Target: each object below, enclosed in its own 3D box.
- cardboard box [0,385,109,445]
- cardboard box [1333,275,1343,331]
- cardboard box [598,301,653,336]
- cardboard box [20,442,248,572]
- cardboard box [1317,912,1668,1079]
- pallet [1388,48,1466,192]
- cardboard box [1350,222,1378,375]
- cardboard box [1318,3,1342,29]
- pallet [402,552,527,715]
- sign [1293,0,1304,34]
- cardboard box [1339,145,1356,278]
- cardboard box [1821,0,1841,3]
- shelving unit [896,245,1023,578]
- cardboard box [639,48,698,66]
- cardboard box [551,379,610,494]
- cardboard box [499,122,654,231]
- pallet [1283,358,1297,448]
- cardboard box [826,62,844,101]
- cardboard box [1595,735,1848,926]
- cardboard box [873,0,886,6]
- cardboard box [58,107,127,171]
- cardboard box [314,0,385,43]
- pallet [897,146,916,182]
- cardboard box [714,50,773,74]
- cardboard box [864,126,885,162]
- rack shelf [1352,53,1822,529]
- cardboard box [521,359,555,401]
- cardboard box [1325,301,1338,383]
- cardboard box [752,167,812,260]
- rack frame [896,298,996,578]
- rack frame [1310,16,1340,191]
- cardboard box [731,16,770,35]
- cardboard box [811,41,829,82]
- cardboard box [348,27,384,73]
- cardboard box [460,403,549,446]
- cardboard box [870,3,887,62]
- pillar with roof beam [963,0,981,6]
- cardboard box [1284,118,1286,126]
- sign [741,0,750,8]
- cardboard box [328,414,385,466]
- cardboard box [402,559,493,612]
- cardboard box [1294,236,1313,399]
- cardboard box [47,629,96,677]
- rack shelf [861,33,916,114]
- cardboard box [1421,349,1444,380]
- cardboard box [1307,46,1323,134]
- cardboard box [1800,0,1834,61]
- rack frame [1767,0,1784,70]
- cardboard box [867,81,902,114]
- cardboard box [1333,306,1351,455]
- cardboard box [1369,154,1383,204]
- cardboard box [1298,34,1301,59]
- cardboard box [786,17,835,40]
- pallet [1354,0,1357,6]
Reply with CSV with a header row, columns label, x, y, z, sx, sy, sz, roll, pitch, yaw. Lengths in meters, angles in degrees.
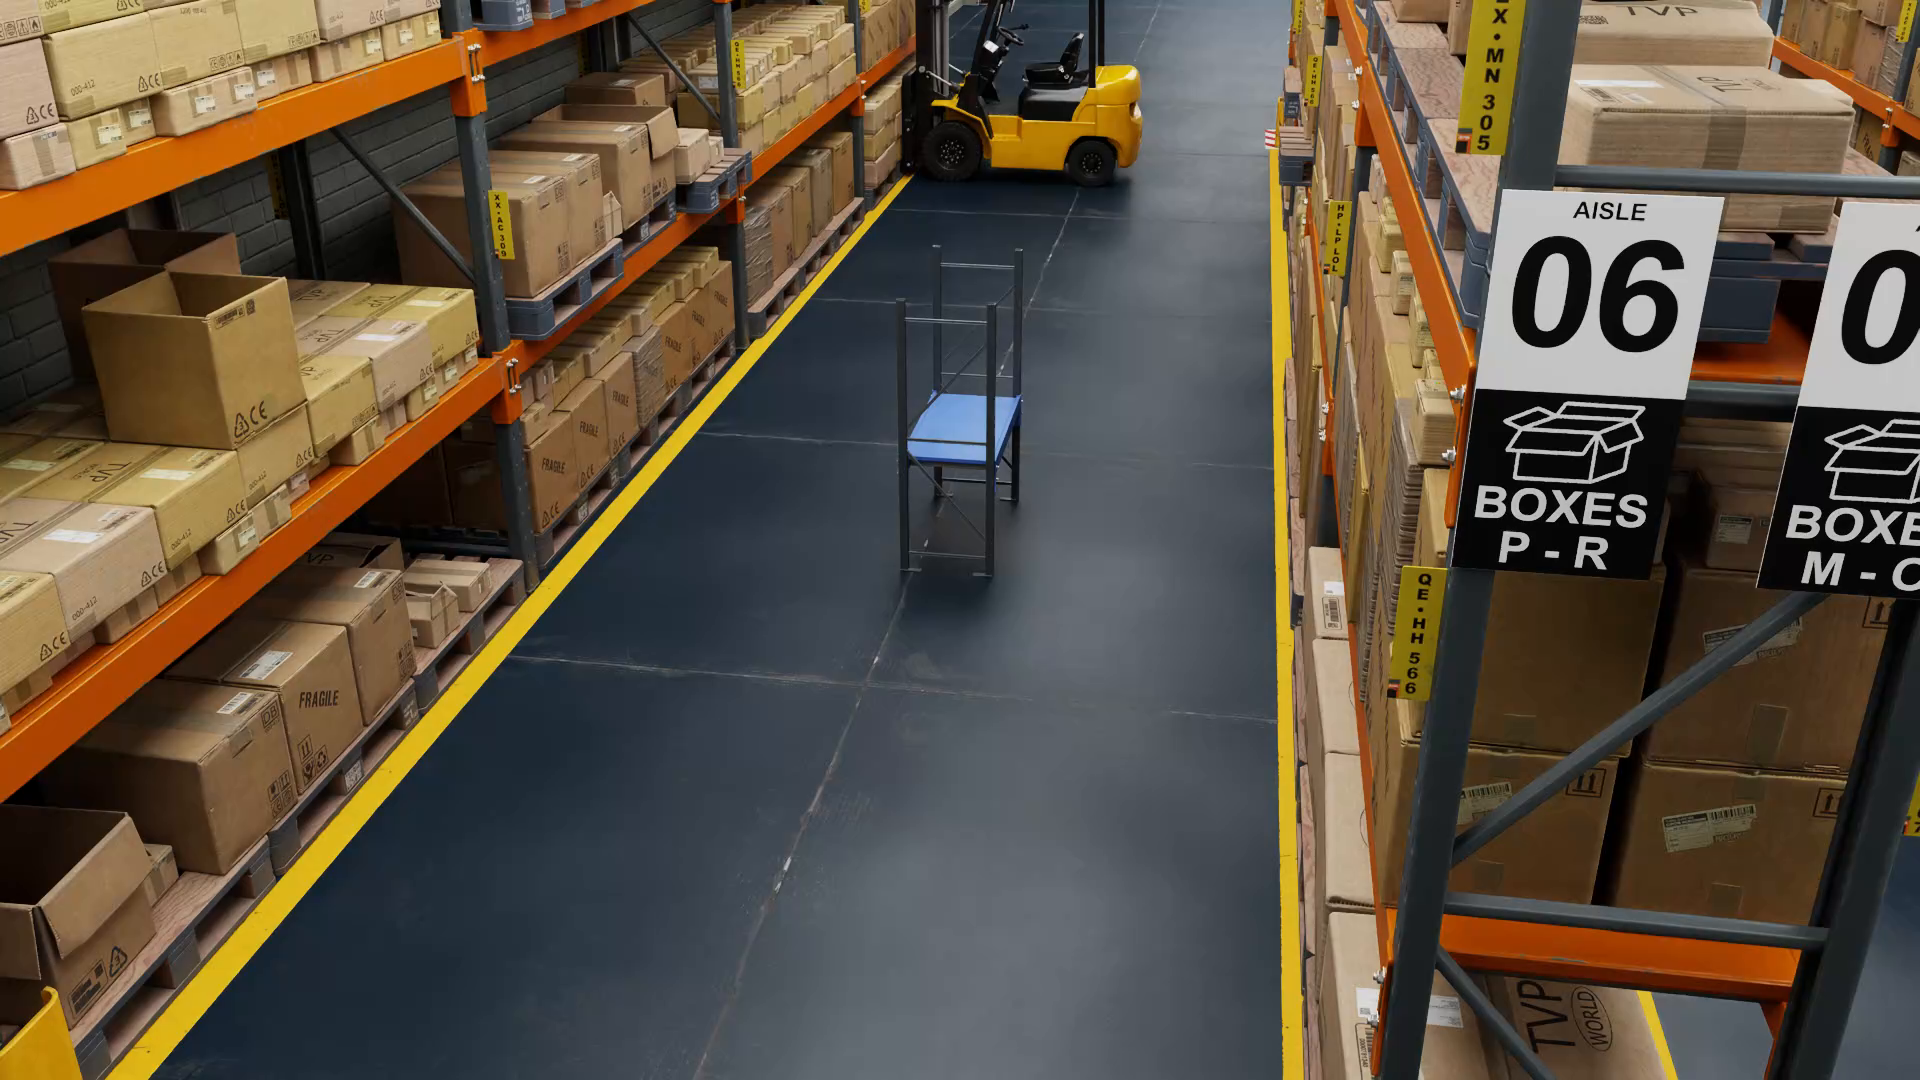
label,x,y,z,sx,sy,sz,roll,pitch,yaw
cardboard box,-3.296,-0.379,6.348,0.500,0.250,0.500,4,25,8
cardboard box,2.017,-1.151,7.758,0.500,0.250,0.500,4,25,8
cardboard box,-2.134,-1.382,10.352,0.380,0.149,0.250,3,25,6
cardboard box,-2.865,-0.122,5.798,0.500,0.250,0.500,4,25,8
cardboard box,1.540,1.569,4.887,0.875,0.438,0.875,3,25,7
pallet,1.839,-1.260,4.969,1.003,0.211,1.213,4,25,9
cardboard box,1.780,-0.896,6.329,0.500,0.500,0.500,4,25,8
cardboard box,2.828,-3.832,12.169,0.380,0.149,0.250,3,25,6
pallet,-2.826,0.416,8.112,1.003,0.211,1.213,4,25,9
sign,2.956,-4.564,14.440,0.100,0.325,0.005,4,25,9
cardboard box,2.010,-1.494,7.606,0.500,0.500,0.500,5,26,10
cardboard box,8.723,-5.453,15.910,0.875,0.550,0.550,4,25,9
shelving unit,0.014,-0.715,9.008,0.538,1.500,1.048,4,25,9
cardboard box,-2.199,-3.625,12.572,0.380,0.149,0.250,4,25,7
cardboard box,-2.334,-0.602,9.451,0.500,0.500,0.500,4,25,8
cardboard box,-2.200,-2.101,9.587,0.700,0.500,0.500,4,25,8
pallet,2.635,-0.877,10.874,1.003,0.211,1.213,4,25,9
cardboard box,-1.306,-3.972,14.375,0.500,0.250,0.500,4,25,8
cardboard box,1.893,0.655,4.194,0.500,0.500,0.500,4,25,8
cardboard box,-0.924,-5.251,16.047,0.380,0.149,0.250,5,25,10
cardboard box,-2.831,-1.247,5.135,0.380,0.149,0.250,4,25,8
cardboard box,-2.619,-2.122,6.533,0.500,0.250,0.500,3,25,7
pallet,-1.037,-4.058,17.671,1.003,0.211,1.213,4,25,9
cardboard box,-1.627,-3.590,12.498,0.380,0.149,0.250,4,25,9
cardboard box,-1.022,-3.832,16.056,0.500,0.250,0.500,4,25,8
rack shelf,1.858,-0.988,5.132,1.077,0.370,4.000,4,25,9
cardboard box,-2.396,-0.864,8.895,0.380,0.149,0.250,3,25,6
cardboard box,2.010,-0.929,7.872,0.500,0.250,0.500,3,25,7
cardboard box,-1.735,-2.737,13.864,0.875,0.625,0.625,3,25,6
rack frame,-0.069,-0.502,8.554,0.500,1.500,0.032,4,25,9
rack frame,2.839,-2.464,10.976,1.000,3.000,0.127,4,25,9
cardboard box,-1.833,-4.365,14.155,0.380,0.149,0.250,4,25,8
cardboard box,-1.399,-3.986,13.815,0.500,0.250,0.500,5,25,10
cardboard box,-2.576,-1.994,6.729,0.380,0.149,0.250,5,26,10
cardboard box,-2.391,-0.617,8.718,0.380,0.149,0.250,5,26,11
cardboard box,-1.006,-4.911,16.086,0.500,0.500,0.500,4,25,9
pillar with roof beam,4.454,-13.361,27.180,9.100,9.000,0.400,4,25,9
cardboard box,3.657,-4.548,17.291,0.500,0.500,0.500,3,25,7
sign,-1.953,-4.945,15.162,0.100,0.325,0.005,4,25,9
cardboard box,-2.639,-0.432,6.930,0.380,0.149,0.250,4,25,8
cardboard box,-2.514,0.221,8.108,0.380,0.149,0.250,3,25,7
cardboard box,2.644,-1.409,10.733,0.875,0.875,0.875,4,25,8
cardboard box,-3.037,0.313,5.340,0.380,0.149,0.250,4,25,8
rack shelf,-1.078,-4.990,17.221,1.077,0.370,4.000,4,25,9
cardboard box,1.451,-0.398,4.500,0.380,0.149,0.250,5,25,10
cardboard box,2.639,-3.044,11.251,0.500,0.500,0.500,3,25,7
cardboard box,8.746,-4.962,16.136,0.875,0.550,0.550,4,25,9
rack frame,9.046,-5.510,17.482,1.000,3.000,0.127,4,25,9
cardboard box,-0.853,-4.480,16.851,0.500,0.250,0.500,5,26,10
cardboard box,1.850,-0.659,7.001,0.500,0.500,0.500,5,26,10
cardboard box,1.877,-1.469,6.788,0.380,0.149,0.250,4,25,8
cardboard box,3.397,-4.736,15.361,0.500,0.500,0.500,5,26,10
cardboard box,-1.270,-4.333,14.086,0.380,0.149,0.250,3,25,7
pallet,2.606,-2.996,8.798,1.003,0.211,1.213,5,26,11
